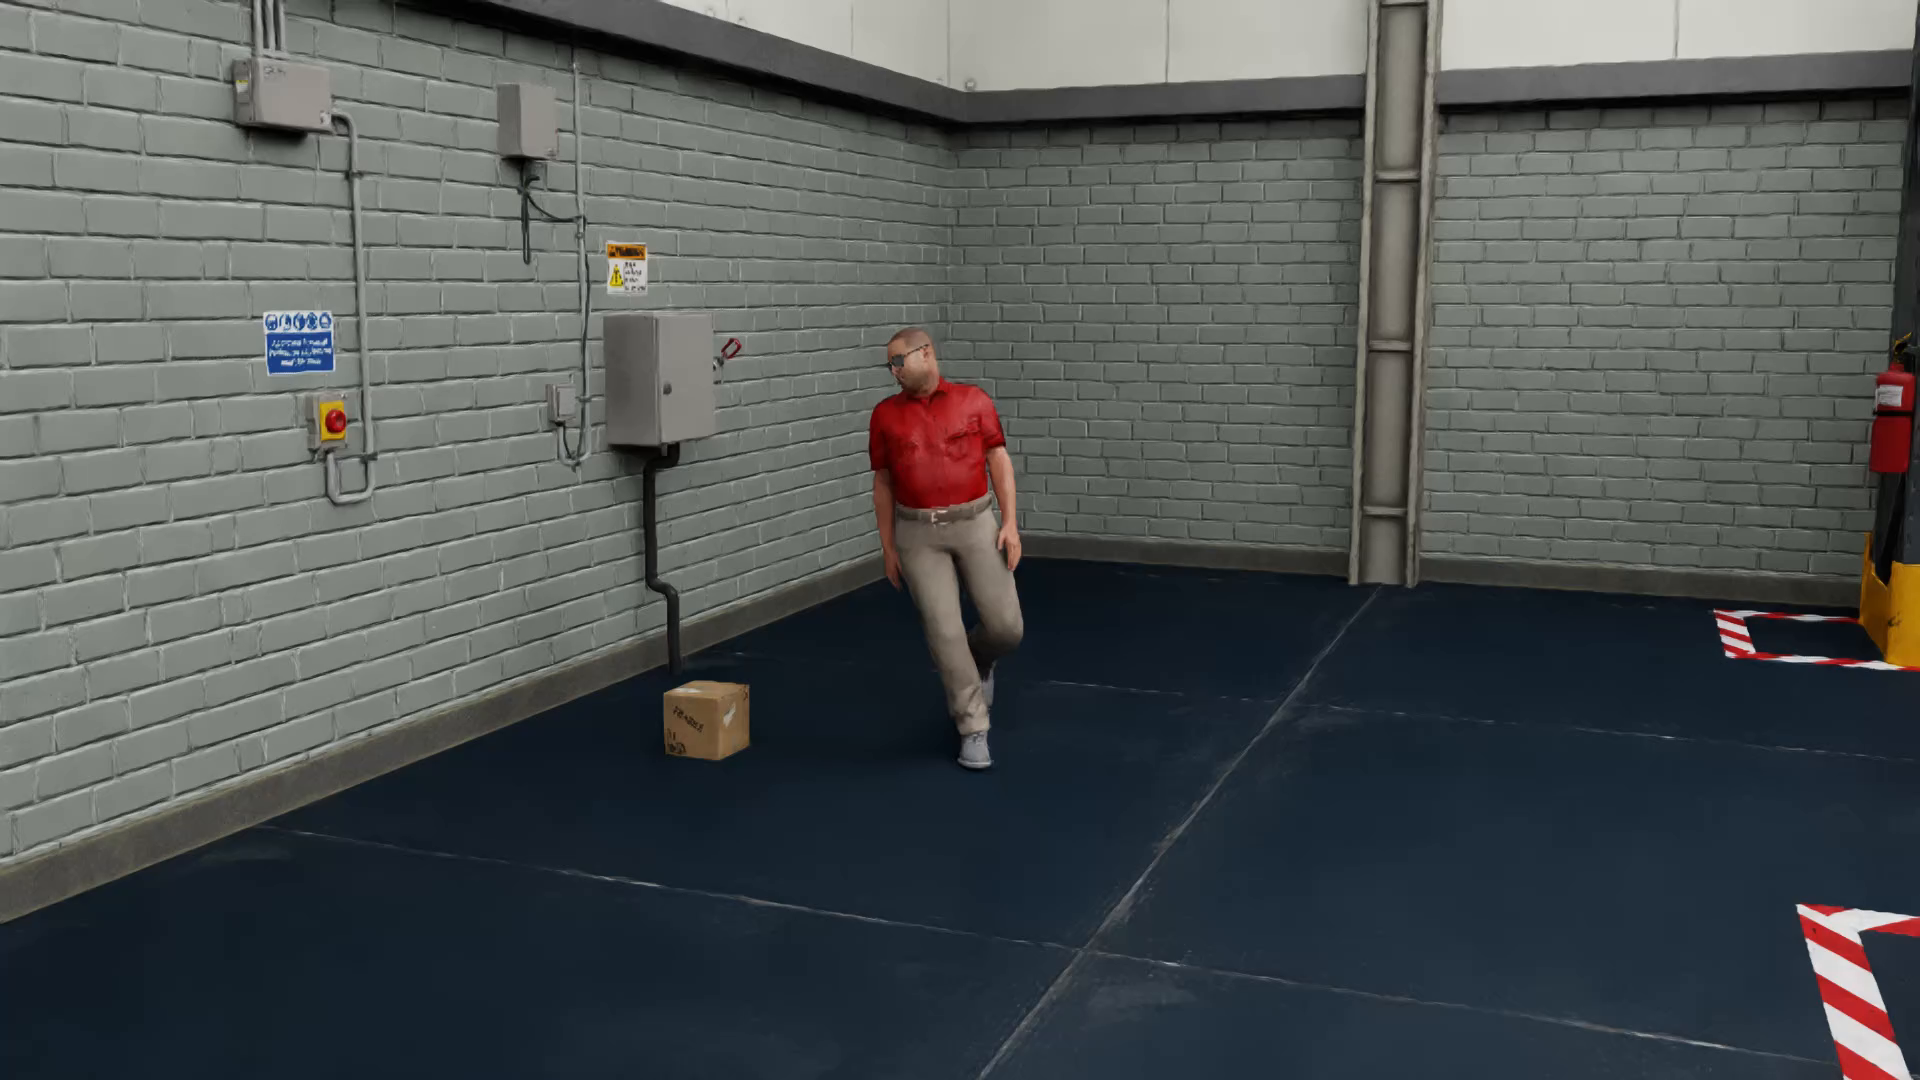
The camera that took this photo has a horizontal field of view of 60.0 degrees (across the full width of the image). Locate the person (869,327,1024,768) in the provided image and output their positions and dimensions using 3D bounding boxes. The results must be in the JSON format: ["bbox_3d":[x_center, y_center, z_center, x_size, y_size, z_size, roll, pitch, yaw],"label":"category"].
[{"bbox_3d":[-0.054,0.003,6.553,0.614,1.666,0.709,0,9,-1],"label":"person"}]
